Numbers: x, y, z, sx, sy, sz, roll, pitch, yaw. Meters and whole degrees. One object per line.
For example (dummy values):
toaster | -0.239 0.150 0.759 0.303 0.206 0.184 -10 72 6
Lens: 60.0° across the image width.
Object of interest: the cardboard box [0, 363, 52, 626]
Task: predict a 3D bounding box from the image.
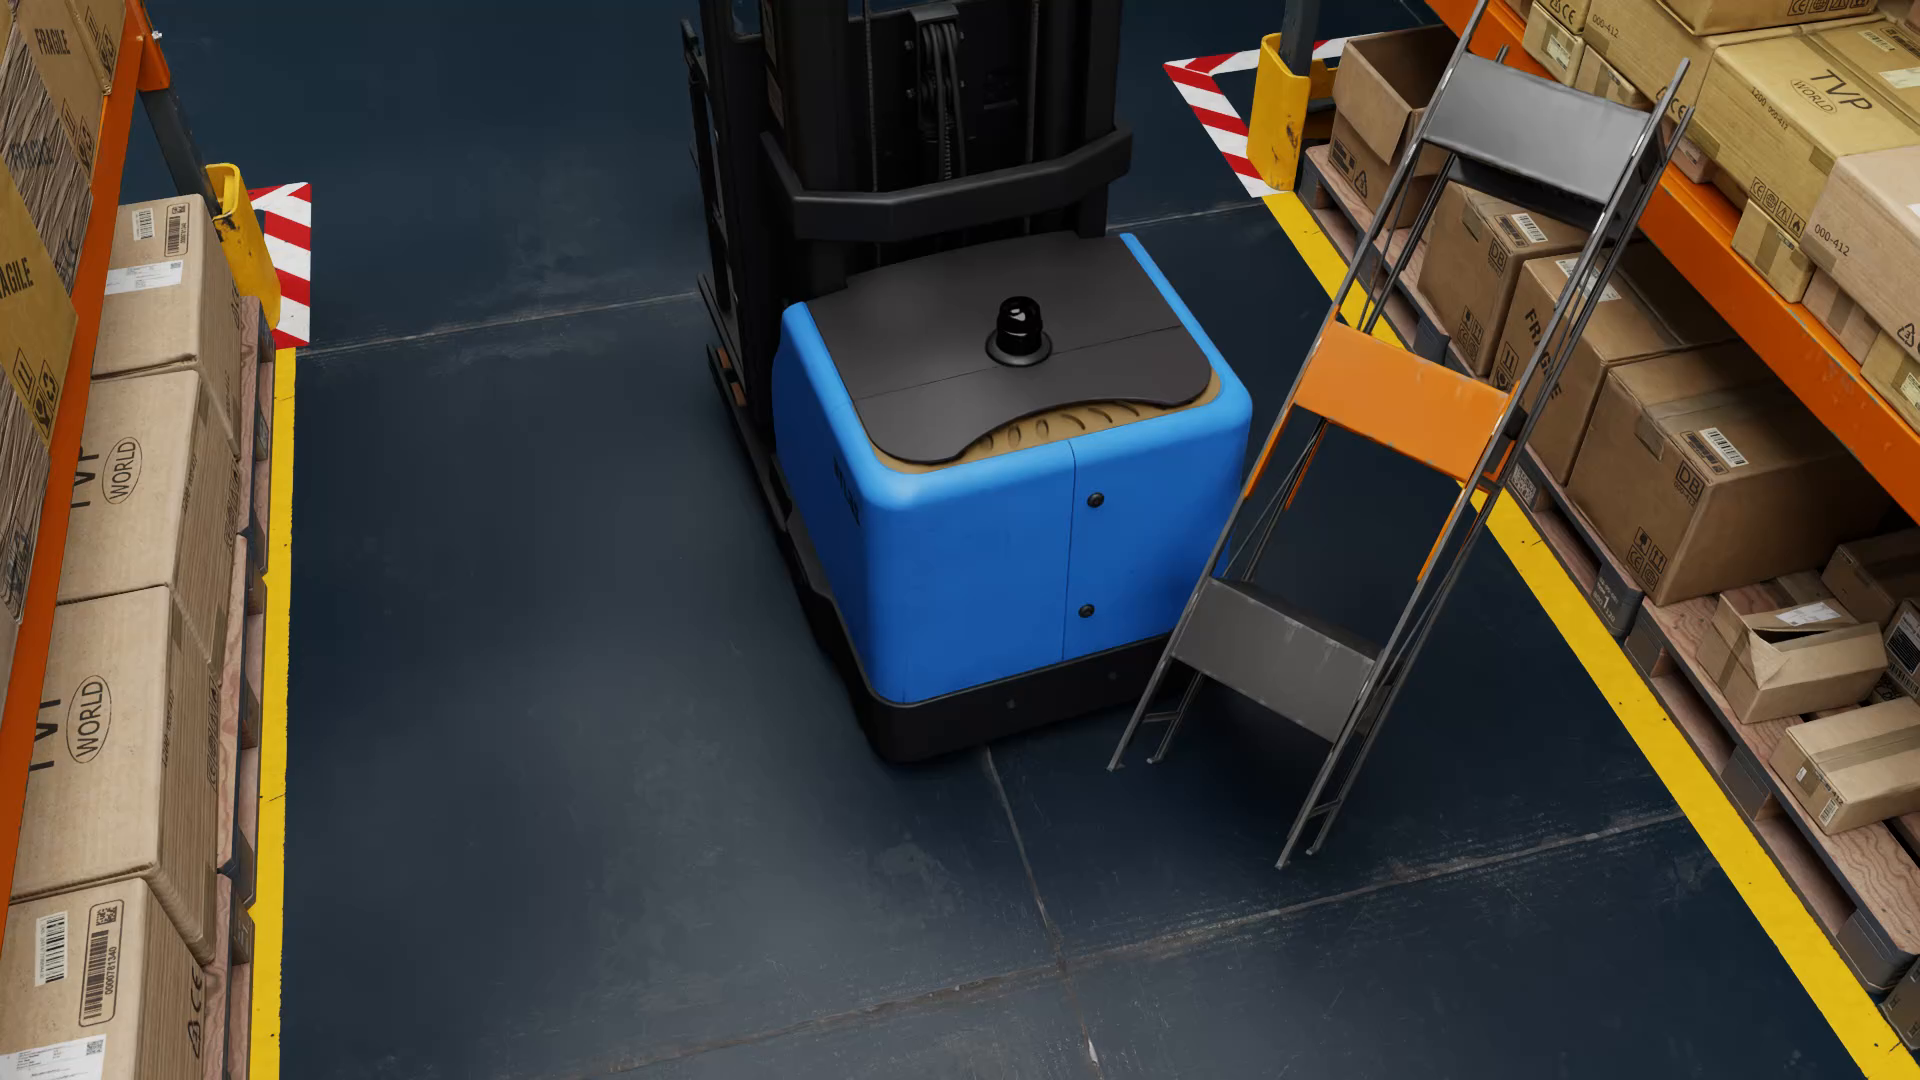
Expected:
cardboard box | -2.142 -0.131 3.208 0.500 0.500 0.500 -10 47 -10

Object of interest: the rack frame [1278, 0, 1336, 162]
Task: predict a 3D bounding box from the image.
rack frame | 1.744 -2.703 5.799 1.000 3.000 0.127 -11 47 -10

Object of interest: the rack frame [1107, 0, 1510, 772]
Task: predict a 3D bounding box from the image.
rack frame | 0.901 -0.344 4.284 0.015 2.100 0.400 28 9 24

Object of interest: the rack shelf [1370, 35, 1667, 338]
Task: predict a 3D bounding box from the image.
rack shelf | 1.381 -0.856 4.088 0.480 0.518 0.431 28 9 24

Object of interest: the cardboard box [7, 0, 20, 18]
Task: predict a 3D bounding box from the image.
cardboard box | -2.537 -1.533 3.882 0.500 0.500 0.500 -11 47 -10

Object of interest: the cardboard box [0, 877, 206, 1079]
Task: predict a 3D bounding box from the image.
cardboard box | -2.086 1.265 3.410 0.875 0.438 0.875 -11 47 -11

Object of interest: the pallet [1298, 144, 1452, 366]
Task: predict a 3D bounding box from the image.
pallet | 1.969 -1.124 6.204 1.003 0.211 1.213 -11 47 -10

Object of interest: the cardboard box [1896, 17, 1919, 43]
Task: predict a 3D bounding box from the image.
cardboard box | 2.637 -1.086 4.111 0.500 0.250 0.500 -10 46 -9

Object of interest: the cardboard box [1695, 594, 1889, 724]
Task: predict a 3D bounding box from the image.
cardboard box | 2.250 0.291 4.485 0.396 0.266 0.258 -9 46 -9

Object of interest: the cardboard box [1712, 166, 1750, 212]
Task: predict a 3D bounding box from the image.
cardboard box | 2.173 -0.934 4.241 0.380 0.149 0.250 -10 46 -10

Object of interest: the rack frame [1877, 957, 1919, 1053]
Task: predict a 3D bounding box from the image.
rack frame | 2.768 0.059 3.092 1.000 3.000 0.127 -11 47 -10

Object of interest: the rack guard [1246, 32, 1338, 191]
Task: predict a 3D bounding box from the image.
rack guard | 1.764 -1.776 6.640 1.175 0.500 0.348 -11 47 -10

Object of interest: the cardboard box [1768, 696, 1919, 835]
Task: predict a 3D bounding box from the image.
cardboard box | 2.342 0.578 4.285 0.380 0.149 0.250 -12 47 -12

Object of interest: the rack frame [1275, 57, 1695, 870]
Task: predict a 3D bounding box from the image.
rack frame | 1.293 -0.133 4.084 0.015 2.100 0.400 28 9 24

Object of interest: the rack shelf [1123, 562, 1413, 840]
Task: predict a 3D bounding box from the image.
rack shelf | 0.802 0.404 4.283 0.480 0.518 0.431 28 9 24

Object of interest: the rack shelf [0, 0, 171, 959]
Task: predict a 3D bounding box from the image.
rack shelf | -2.541 -0.160 3.811 1.077 0.370 4.000 -11 47 -10

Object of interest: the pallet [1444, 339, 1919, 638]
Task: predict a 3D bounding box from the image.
pallet | 2.277 -0.284 5.380 1.003 0.211 1.213 -11 47 -10

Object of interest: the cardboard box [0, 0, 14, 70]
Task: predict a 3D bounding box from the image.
cardboard box | -2.414 -1.191 3.547 0.500 0.500 0.500 -11 47 -11

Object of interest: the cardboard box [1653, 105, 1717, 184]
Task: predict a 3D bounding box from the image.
cardboard box | 2.065 -1.096 4.400 0.380 0.149 0.250 -11 47 -10

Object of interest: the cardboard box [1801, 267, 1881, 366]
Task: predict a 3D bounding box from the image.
cardboard box | 2.224 -0.564 3.879 0.380 0.149 0.250 -10 46 -9

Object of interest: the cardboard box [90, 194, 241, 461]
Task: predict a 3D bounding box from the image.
cardboard box | -2.788 -0.606 5.243 0.875 0.438 0.875 -12 47 -12

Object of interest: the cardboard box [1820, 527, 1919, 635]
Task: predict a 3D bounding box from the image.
cardboard box | 2.716 0.111 4.743 0.380 0.149 0.250 -11 47 -11

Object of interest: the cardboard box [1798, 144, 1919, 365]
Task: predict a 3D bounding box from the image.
cardboard box | 2.259 -0.643 3.677 0.500 0.250 0.500 -11 47 -10

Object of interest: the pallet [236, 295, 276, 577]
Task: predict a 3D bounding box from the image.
pallet | -2.773 -0.279 5.376 1.003 0.211 1.213 -11 47 -10

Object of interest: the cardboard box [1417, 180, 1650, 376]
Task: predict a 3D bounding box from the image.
cardboard box | 1.990 -0.938 5.525 0.700 0.500 0.500 -9 46 -9

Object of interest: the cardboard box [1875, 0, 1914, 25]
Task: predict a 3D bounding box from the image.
cardboard box | 2.505 -1.426 4.444 0.500 0.250 0.500 -11 47 -10

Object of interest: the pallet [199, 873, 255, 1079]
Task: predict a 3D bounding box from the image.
pallet | -2.148 1.405 3.725 1.003 0.211 1.213 -11 47 -10

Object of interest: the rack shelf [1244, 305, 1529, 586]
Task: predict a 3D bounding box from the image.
rack shelf | 1.092 -0.226 4.185 0.480 0.518 0.431 28 9 24

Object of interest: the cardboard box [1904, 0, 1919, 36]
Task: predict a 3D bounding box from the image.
cardboard box | 2.644 -1.332 3.827 0.500 0.500 0.500 -12 47 -11

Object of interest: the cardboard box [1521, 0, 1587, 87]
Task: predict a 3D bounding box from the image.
cardboard box | 1.845 -1.440 4.736 0.380 0.149 0.250 -12 47 -11

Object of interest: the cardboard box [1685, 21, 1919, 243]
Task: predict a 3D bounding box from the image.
cardboard box | 2.145 -0.990 4.017 0.500 0.250 0.500 -11 47 -11

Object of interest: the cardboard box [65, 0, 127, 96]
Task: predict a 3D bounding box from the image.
cardboard box | -2.674 -1.543 4.592 0.500 0.500 0.500 -10 47 -10

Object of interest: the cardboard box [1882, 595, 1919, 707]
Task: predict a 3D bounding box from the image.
cardboard box | 2.828 0.353 4.392 0.500 0.311 0.500 -9 46 -9

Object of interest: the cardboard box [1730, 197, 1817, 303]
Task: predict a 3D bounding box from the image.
cardboard box | 2.131 -0.736 4.047 0.380 0.149 0.250 -11 47 -11

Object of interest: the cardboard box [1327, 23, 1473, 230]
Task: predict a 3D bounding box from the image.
cardboard box | 1.809 -1.537 6.110 0.797 0.503 0.637 -12 47 -12

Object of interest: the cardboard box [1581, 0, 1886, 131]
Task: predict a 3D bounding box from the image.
cardboard box | 2.014 -1.346 4.365 0.500 0.250 0.500 -12 47 -11

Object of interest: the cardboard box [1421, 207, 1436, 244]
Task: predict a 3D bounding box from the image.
cardboard box | 1.880 -1.112 5.942 0.380 0.149 0.250 -12 47 -12

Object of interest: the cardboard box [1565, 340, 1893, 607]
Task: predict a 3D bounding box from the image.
cardboard box | 2.256 -0.222 4.823 0.700 0.500 0.500 -12 47 -12

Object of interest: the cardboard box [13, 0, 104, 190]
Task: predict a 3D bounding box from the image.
cardboard box | -2.560 -1.194 4.250 0.500 0.500 0.500 -12 47 -11

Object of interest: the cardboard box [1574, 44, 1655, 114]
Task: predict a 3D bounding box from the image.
cardboard box | 1.932 -1.261 4.562 0.380 0.149 0.250 -10 46 -9

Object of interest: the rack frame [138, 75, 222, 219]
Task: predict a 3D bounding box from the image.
rack frame | -3.053 -1.793 4.907 1.000 3.000 0.127 -11 47 -10

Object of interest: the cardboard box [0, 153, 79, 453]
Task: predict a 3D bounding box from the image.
cardboard box | -2.274 -0.487 3.557 0.500 0.500 0.500 -9 46 -9

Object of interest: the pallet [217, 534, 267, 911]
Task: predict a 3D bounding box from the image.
pallet | -2.464 0.562 4.552 1.003 0.211 1.213 -11 47 -10

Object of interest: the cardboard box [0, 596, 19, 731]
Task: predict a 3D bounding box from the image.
cardboard box | -2.021 0.214 2.870 0.500 0.500 0.500 -10 47 -10

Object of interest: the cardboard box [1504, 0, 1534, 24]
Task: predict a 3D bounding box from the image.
cardboard box | 1.853 -1.628 4.921 0.380 0.149 0.250 -10 46 -10

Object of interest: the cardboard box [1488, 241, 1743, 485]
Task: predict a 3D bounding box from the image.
cardboard box | 2.029 -0.555 5.150 0.500 0.500 0.500 -10 46 -10

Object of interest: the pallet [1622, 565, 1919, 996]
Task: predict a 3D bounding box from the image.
pallet | 2.593 0.560 4.553 1.003 0.211 1.213 -11 47 -10

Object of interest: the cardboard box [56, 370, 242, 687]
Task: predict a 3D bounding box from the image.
cardboard box | -2.545 0.025 4.626 0.875 0.438 0.875 -10 46 -9

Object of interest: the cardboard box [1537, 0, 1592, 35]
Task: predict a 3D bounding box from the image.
cardboard box | 1.862 -1.695 4.707 0.500 0.250 0.500 -12 47 -11

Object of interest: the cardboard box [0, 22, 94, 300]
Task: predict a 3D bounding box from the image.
cardboard box | -2.419 -0.841 3.904 0.500 0.500 0.500 -9 46 -9

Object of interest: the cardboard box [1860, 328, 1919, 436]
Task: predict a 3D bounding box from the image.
cardboard box | 2.265 -0.378 3.696 0.380 0.149 0.250 -10 46 -9

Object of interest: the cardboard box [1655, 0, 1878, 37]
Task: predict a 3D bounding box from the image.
cardboard box | 1.984 -1.619 4.108 0.500 0.500 0.500 -10 46 -9

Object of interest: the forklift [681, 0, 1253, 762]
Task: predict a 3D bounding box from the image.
forklift | -0.225 -1.490 4.658 1.130 2.935 3.031 -14 47 -14

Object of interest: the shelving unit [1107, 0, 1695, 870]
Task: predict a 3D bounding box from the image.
shelving unit | 1.097 -0.239 4.184 0.503 2.100 0.431 28 9 24

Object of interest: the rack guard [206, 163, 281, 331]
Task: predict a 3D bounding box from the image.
rack guard | -3.059 -0.935 5.816 1.175 0.500 0.348 -11 47 -10

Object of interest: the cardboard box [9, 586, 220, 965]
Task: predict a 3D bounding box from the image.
cardboard box | -2.316 0.647 4.015 0.875 0.438 0.875 -12 47 -11
